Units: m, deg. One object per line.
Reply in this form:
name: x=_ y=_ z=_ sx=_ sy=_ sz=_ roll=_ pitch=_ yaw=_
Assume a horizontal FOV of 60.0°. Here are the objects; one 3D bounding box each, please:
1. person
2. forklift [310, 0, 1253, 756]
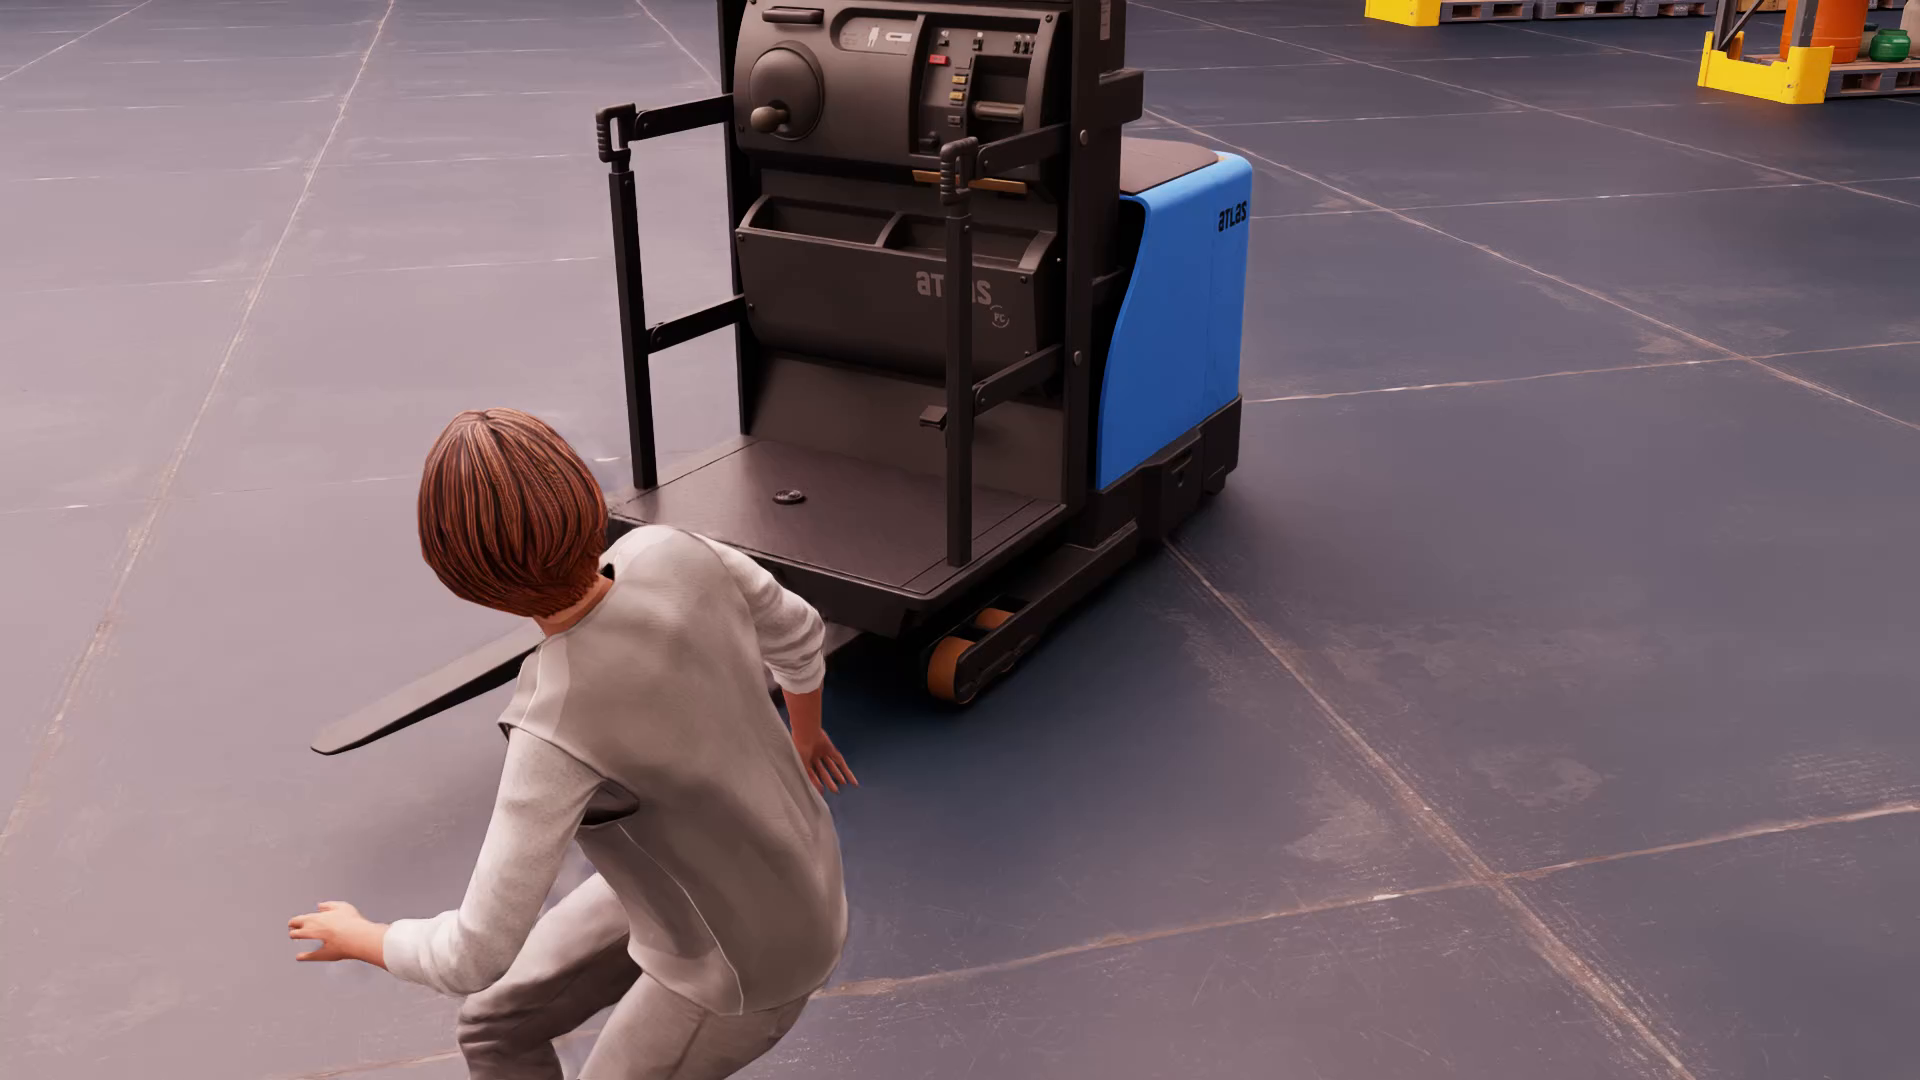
person: x=-0.487 y=0.473 z=2.147 sx=0.693 sy=1.429 sz=0.635 roll=0 pitch=23 yaw=-1
forklift: x=-0.286 y=-1.150 z=4.013 sx=1.130 sy=2.935 sz=3.031 roll=13 pitch=27 yaw=29
